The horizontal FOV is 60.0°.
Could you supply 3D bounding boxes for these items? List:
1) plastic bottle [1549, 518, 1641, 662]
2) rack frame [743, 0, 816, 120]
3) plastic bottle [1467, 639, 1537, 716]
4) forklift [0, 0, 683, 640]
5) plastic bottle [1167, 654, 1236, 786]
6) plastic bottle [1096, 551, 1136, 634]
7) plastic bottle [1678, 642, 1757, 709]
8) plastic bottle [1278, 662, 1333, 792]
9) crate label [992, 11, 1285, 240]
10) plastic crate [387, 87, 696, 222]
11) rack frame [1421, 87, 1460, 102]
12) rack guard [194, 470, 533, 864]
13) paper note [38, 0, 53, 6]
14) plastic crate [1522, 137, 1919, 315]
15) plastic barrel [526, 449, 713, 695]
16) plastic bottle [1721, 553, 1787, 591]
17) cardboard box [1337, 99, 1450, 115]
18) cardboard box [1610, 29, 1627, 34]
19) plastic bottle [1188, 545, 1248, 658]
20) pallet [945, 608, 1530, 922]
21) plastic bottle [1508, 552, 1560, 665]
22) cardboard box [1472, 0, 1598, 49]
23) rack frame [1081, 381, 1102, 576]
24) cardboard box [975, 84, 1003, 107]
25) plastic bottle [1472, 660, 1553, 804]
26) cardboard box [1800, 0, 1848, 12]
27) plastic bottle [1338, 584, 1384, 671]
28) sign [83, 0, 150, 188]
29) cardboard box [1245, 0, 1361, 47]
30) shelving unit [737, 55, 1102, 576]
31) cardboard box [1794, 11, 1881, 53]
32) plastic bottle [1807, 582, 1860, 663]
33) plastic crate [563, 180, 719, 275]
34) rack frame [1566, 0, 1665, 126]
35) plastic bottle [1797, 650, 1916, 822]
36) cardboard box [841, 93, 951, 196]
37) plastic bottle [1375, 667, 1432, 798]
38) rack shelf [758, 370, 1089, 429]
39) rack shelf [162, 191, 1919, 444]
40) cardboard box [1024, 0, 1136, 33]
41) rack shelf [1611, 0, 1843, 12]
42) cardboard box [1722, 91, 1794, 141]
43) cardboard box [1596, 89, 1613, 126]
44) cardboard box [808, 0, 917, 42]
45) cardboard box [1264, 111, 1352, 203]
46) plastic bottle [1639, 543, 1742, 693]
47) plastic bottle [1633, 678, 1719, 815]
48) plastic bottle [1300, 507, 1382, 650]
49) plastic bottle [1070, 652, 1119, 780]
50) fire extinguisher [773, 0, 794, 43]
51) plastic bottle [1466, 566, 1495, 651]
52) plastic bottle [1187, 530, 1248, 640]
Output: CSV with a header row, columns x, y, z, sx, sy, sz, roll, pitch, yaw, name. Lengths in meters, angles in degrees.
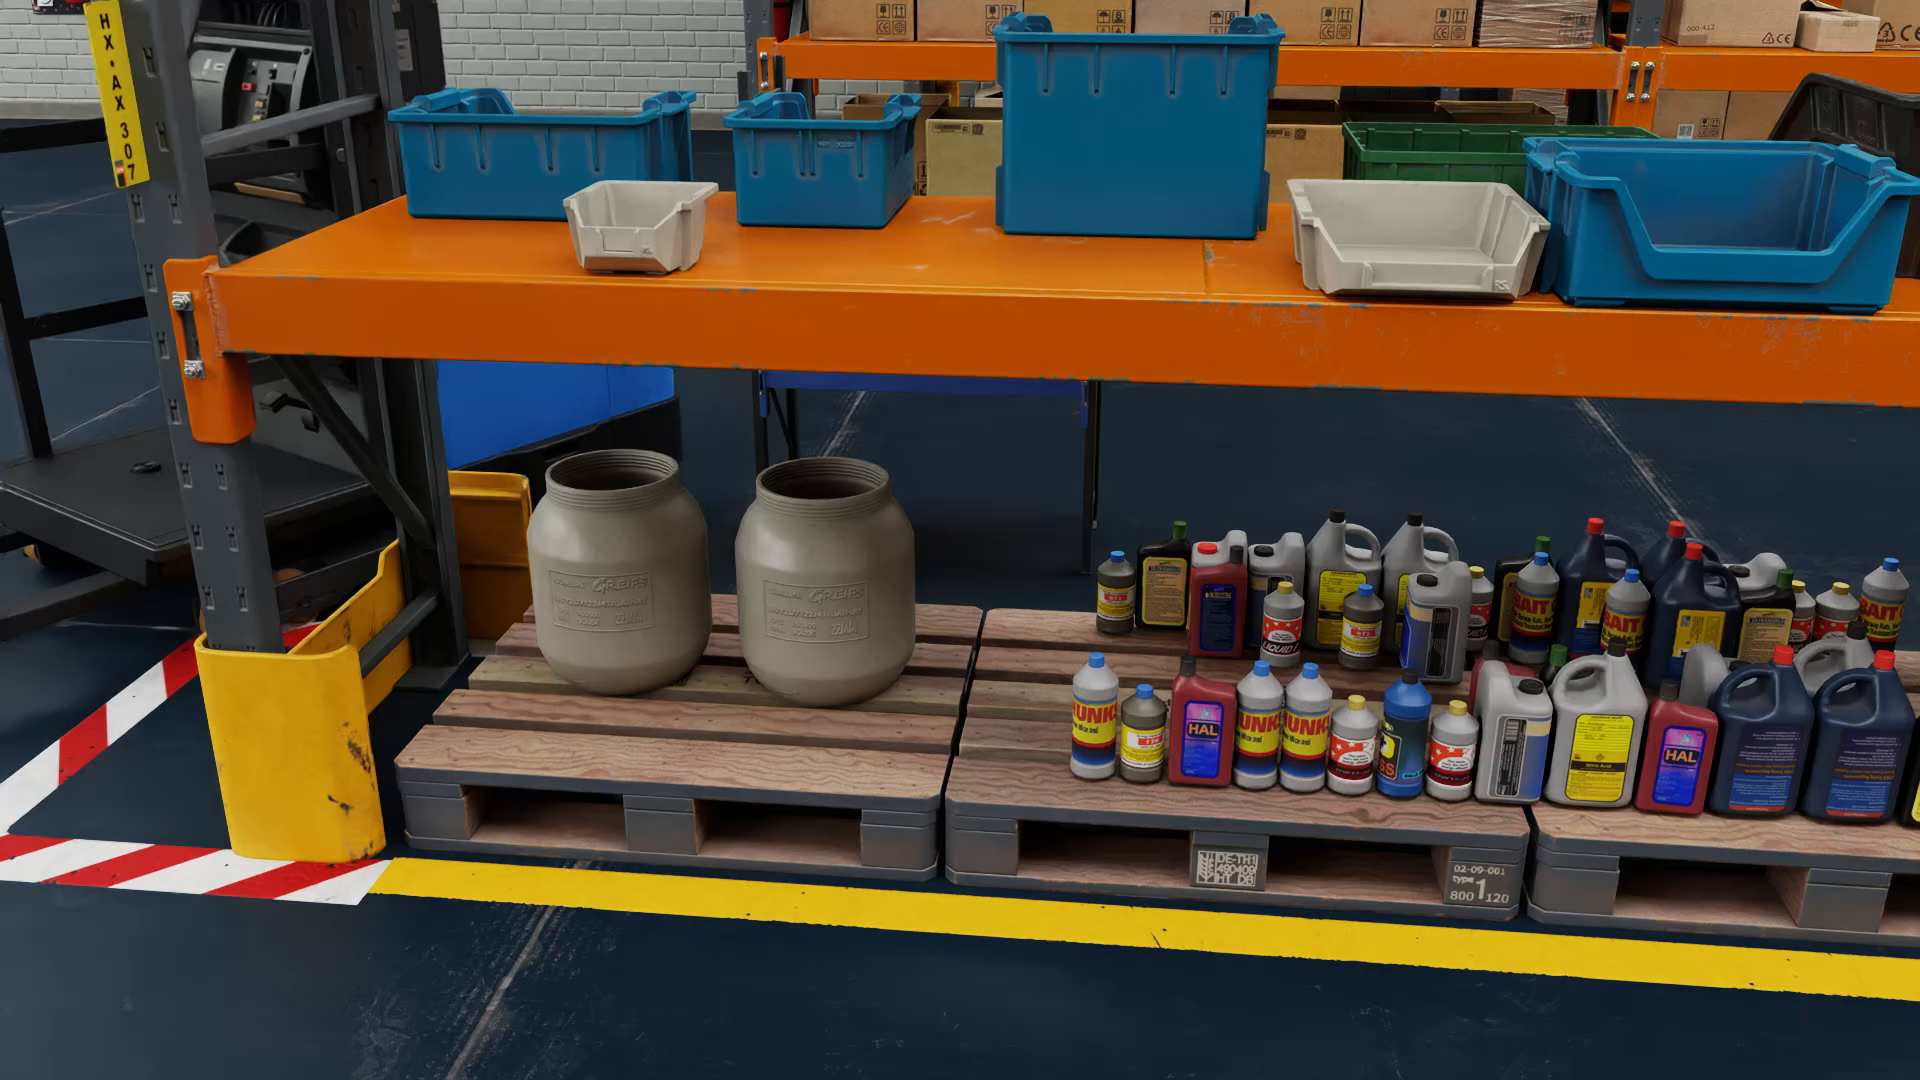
x,y,z,sx,sy,sz,roll,pitch,yaw,name
1.556,0.117,4.069,0.185,0.351,0.144,2,22,4,plastic bottle
-0.890,-2.697,8.183,0.127,3.000,1.000,2,22,6,rack frame
1.162,0.350,3.570,0.133,0.283,0.061,2,22,6,plastic bottle
-2.274,-1.259,4.637,1.130,2.935,3.031,15,26,33,forklift
0.510,0.378,3.499,0.133,0.283,0.061,3,22,7,plastic bottle
0.399,0.127,4.246,0.097,0.201,0.097,0,22,0,plastic bottle
1.624,0.360,3.556,0.135,0.276,0.152,2,22,6,plastic bottle
0.727,0.387,3.495,0.097,0.271,0.097,0,22,0,plastic bottle
0.383,-0.925,3.650,0.616,0.435,0.502,2,22,6,crate label
-0.944,-0.907,3.858,0.616,0.251,0.499,2,22,6,plastic crate
3.662,-4.333,12.320,0.127,3.000,1.000,2,22,6,rack frame
-1.395,0.260,4.103,0.348,0.500,1.175,2,22,6,rack guard
-8.089,-4.795,14.687,0.142,0.148,0.016,2,22,6,paper note
1.365,-0.596,3.069,0.616,0.251,0.499,2,22,6,plastic crate
-0.814,0.073,3.987,0.421,0.512,0.421,0,22,0,plastic barrel
1.907,0.168,4.041,0.135,0.276,0.152,3,22,8,plastic bottle
2.161,-1.943,8.423,0.500,0.500,0.500,2,22,6,cardboard box
4.832,-3.680,12.451,0.500,0.250,0.500,2,22,5,cardboard box
0.634,0.149,4.080,0.133,0.283,0.061,2,22,6,plastic bottle
0.619,0.485,3.927,1.213,0.211,1.003,2,22,6,pallet
1.405,0.161,4.065,0.097,0.271,0.097,0,22,0,plastic bottle
2.641,-2.588,7.769,0.500,0.500,0.700,2,22,5,cardboard box
0.420,-0.679,5.118,0.032,1.500,0.500,2,22,6,rack frame
0.366,-3.398,13.012,0.500,0.311,0.500,0,22,0,cardboard box
1.150,0.393,3.473,0.135,0.276,0.152,3,22,7,plastic bottle
3.977,-2.491,7.843,0.258,0.266,0.396,2,22,5,cardboard box
0.978,0.206,4.047,0.097,0.201,0.097,0,22,0,plastic bottle
-1.545,-0.817,3.050,0.005,0.325,0.100,2,22,6,sign
1.619,-2.631,7.880,0.500,0.500,0.700,3,22,7,cardboard box
-0.085,-0.701,5.173,1.048,1.500,0.538,2,22,6,shelving unit
3.938,-2.294,7.505,0.250,0.149,0.380,2,22,6,cardboard box
2.130,0.203,4.055,0.097,0.201,0.097,0,22,0,plastic bottle
-0.625,-0.610,3.262,0.250,0.136,0.298,2,22,6,plastic crate
3.083,-2.524,7.745,0.127,3.000,1.000,2,22,6,rack frame
1.822,0.389,3.381,0.185,0.351,0.144,2,22,5,plastic bottle
-0.322,-2.048,8.689,0.500,0.500,0.500,2,22,6,cardboard box
0.928,0.395,3.473,0.097,0.271,0.097,0,22,0,plastic bottle
-0.085,-0.534,5.240,1.000,0.185,0.538,2,22,6,rack shelf
0.510,-0.468,3.522,4.000,0.370,1.077,2,22,6,rack shelf
0.587,-2.674,7.989,0.500,0.500,0.700,3,22,7,cardboard box
5.648,-3.912,12.233,4.000,0.370,1.077,2,22,6,rack shelf
5.918,-3.290,12.484,0.500,0.500,0.700,2,22,6,cardboard box
4.914,-3.345,12.623,0.500,0.500,0.700,2,22,5,cardboard box
-0.428,-2.719,8.101,0.500,0.500,0.700,3,22,6,cardboard box
1.604,-1.776,8.001,0.500,0.500,0.500,2,22,6,cardboard box
1.726,0.178,3.915,0.185,0.351,0.144,2,22,6,plastic bottle
1.465,0.420,3.394,0.133,0.283,0.061,4,22,10,plastic bottle
0.949,0.090,4.136,0.185,0.351,0.144,3,22,9,plastic bottle
0.287,0.367,3.543,0.097,0.271,0.097,0,22,0,plastic bottle
-0.952,-2.836,8.639,0.183,0.674,0.296,2,22,6,fire extinguisher
1.277,0.165,4.149,0.097,0.201,0.097,0,22,0,plastic bottle
0.646,0.113,4.180,0.135,0.276,0.152,3,22,7,plastic bottle
